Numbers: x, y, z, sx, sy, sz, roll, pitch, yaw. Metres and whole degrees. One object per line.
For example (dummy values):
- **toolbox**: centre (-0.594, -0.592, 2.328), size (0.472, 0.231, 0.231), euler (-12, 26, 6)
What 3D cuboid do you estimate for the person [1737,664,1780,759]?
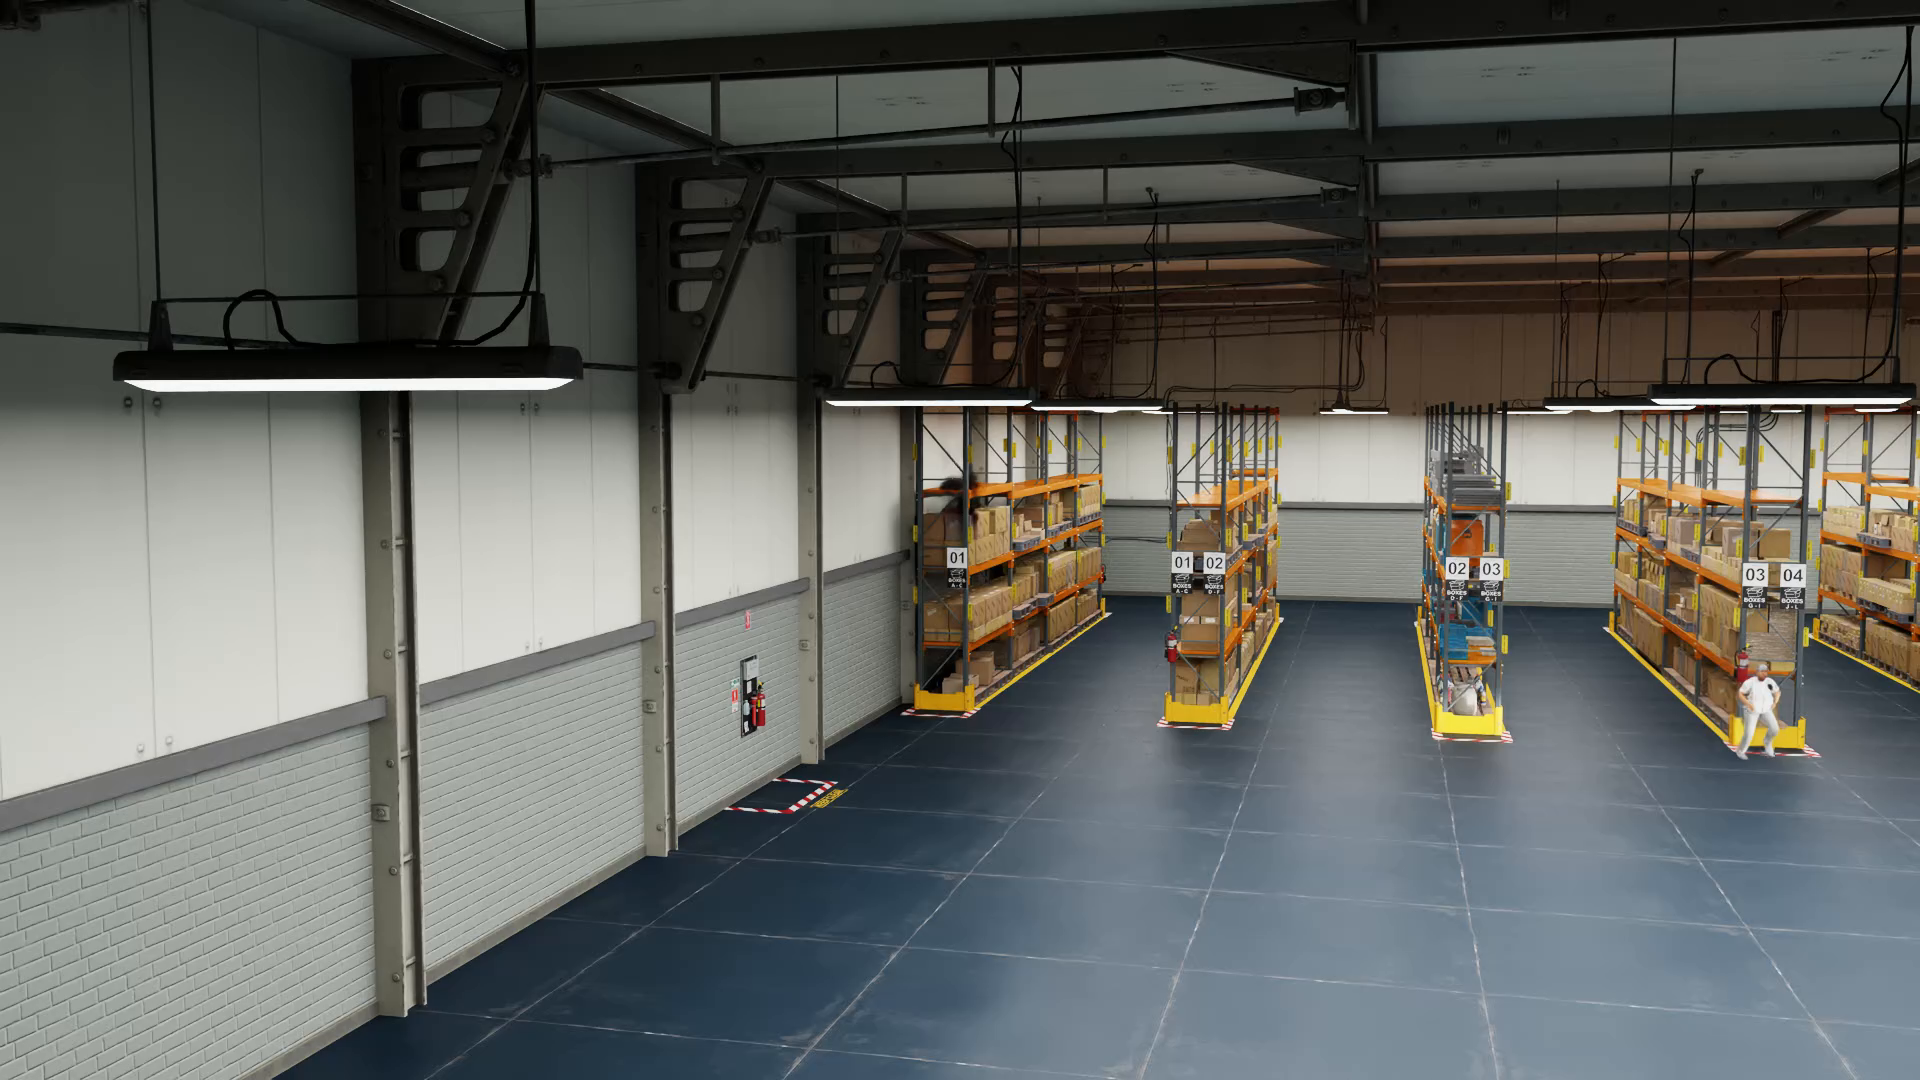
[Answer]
- **person**: centre (13.419, 2.886, 27.840), size (0.708, 1.604, 0.573), euler (0, 4, 2)
